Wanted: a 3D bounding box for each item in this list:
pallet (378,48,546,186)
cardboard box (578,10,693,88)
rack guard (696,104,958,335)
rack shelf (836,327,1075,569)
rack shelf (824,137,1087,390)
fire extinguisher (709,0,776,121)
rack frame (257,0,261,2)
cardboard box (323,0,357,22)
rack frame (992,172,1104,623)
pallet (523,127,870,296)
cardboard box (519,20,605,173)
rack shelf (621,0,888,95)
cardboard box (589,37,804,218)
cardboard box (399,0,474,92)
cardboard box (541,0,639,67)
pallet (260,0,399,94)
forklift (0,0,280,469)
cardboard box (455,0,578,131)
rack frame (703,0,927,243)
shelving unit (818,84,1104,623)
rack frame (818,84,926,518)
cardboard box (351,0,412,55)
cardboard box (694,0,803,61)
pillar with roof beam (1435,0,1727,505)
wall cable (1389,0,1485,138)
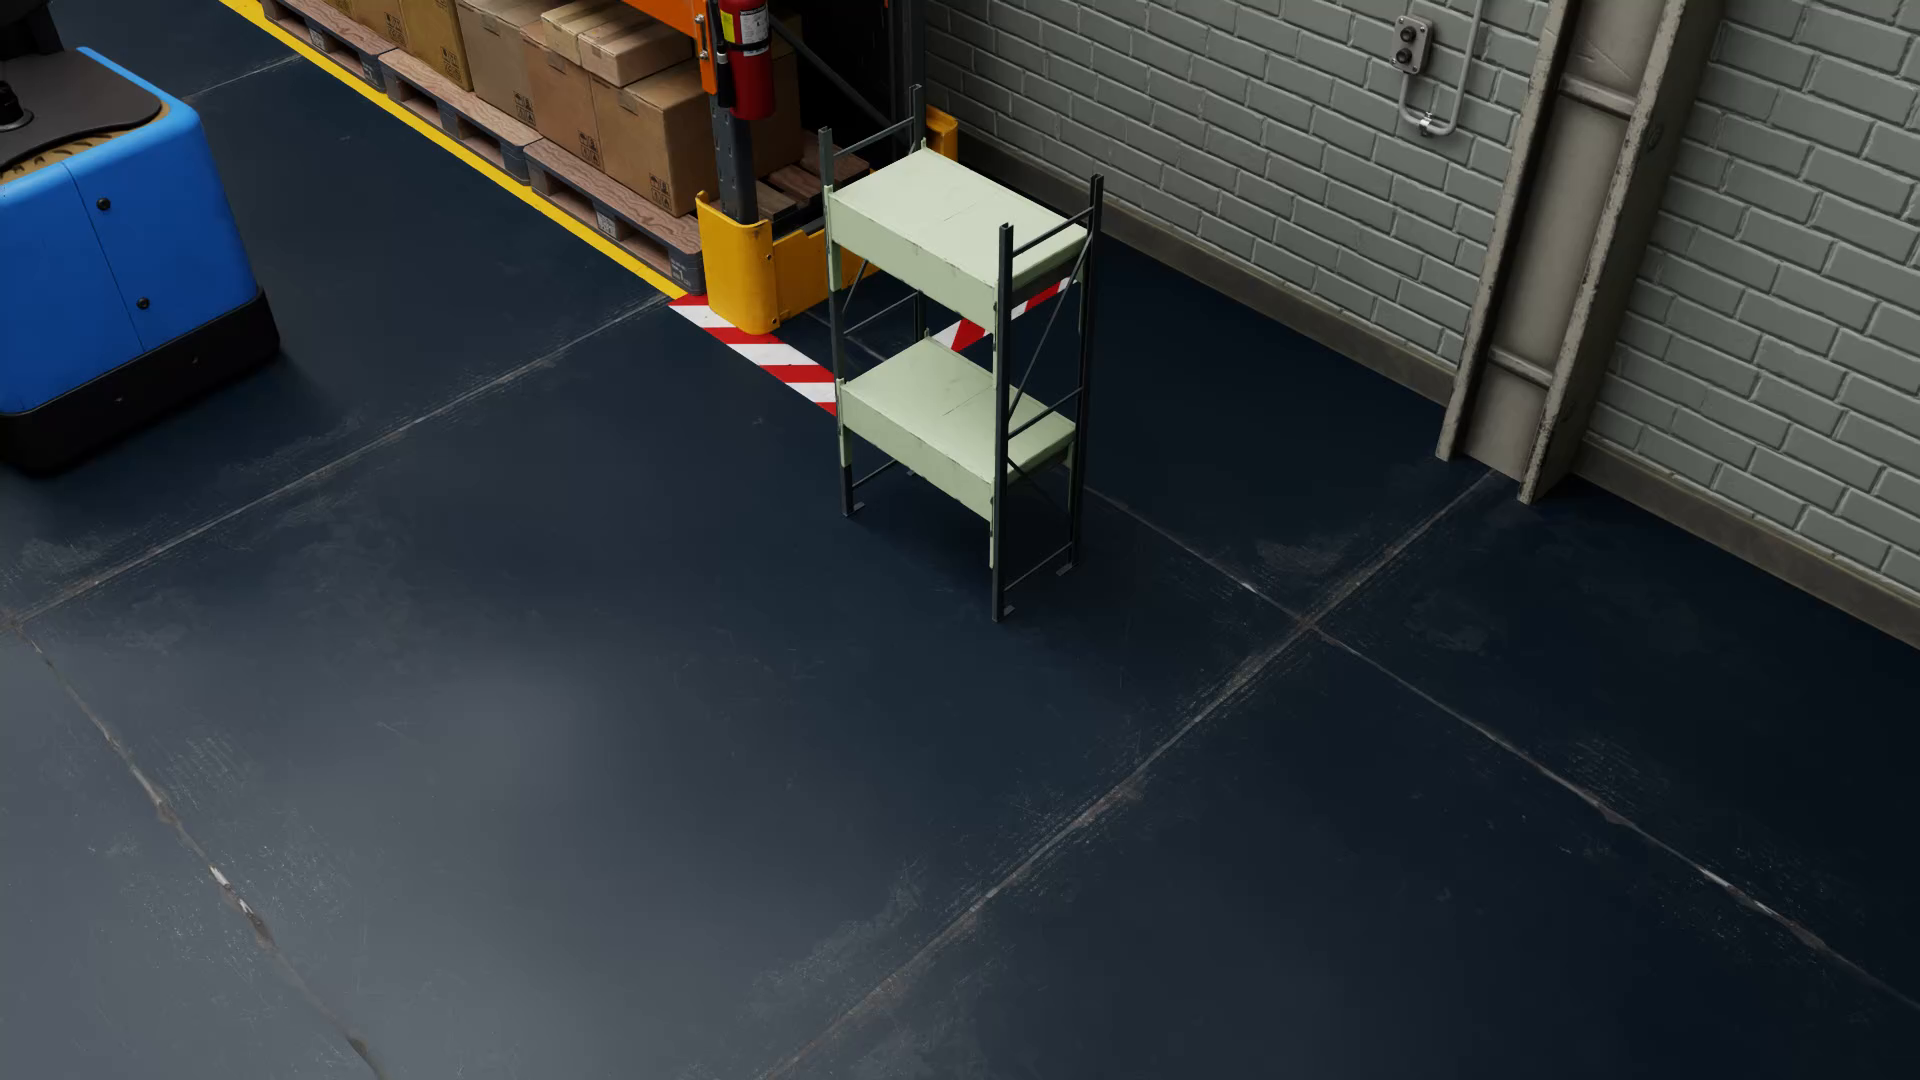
[{"bbox_3d":[-2.012,-2.182,7.956,1.003,0.211,1.213,-34,53,-31],"label":"pallet"},{"bbox_3d":[-1.320,-2.011,6.771,0.250,0.149,0.380,34,52,31],"label":"cardboard box"},{"bbox_3d":[-0.518,-1.344,6.836,1.175,0.500,0.348,-34,53,-31],"label":"rack guard"},{"bbox_3d":[-0.005,-0.315,5.466,0.431,0.370,0.720,-34,53,-31],"label":"rack shelf"},{"bbox_3d":[-0.005,-0.841,4.980,0.431,0.370,0.720,-34,53,-31],"label":"rack shelf"},{"bbox_3d":[-0.755,-1.815,5.836,0.296,0.674,0.183,-34,53,-31],"label":"fire extinguisher"},{"bbox_3d":[-3.360,-4.196,8.080,1.000,3.000,0.127,-34,53,-31],"label":"rack frame"},{"bbox_3d":[-2.904,-3.024,8.344,0.700,0.500,0.500,-33,52,-31],"label":"cardboard box"},{"bbox_3d":[0.254,-0.378,5.054,0.400,1.500,0.023,-34,53,-31],"label":"rack frame"},{"bbox_3d":[-1.155,-1.596,7.322,1.003,0.211,1.213,-34,53,-31],"label":"pallet"},{"bbox_3d":[-1.453,-2.039,7.279,0.500,0.500,0.700,34,53,31],"label":"cardboard box"},{"bbox_3d":[-1.947,-2.971,7.285,1.077,0.370,4.000,-34,53,-31],"label":"rack shelf"},{"bbox_3d":[-1.100,-1.798,7.018,0.700,0.500,0.500,-34,53,-31],"label":"cardboard box"},{"bbox_3d":[-2.191,-2.533,7.813,0.700,0.500,0.500,-33,52,-30],"label":"cardboard box"},{"bbox_3d":[-1.501,-2.133,6.903,0.380,0.149,0.250,-33,52,-30],"label":"cardboard box"},{"bbox_3d":[-2.878,-2.769,8.591,1.003,0.211,1.213,-34,53,-31],"label":"pallet"},{"bbox_3d":[-4.100,-2.182,5.951,3.031,2.935,1.130,30,50,28],"label":"forklift"},{"bbox_3d":[-1.809,-2.280,7.540,0.500,0.500,0.700,32,52,30],"label":"cardboard box"},{"bbox_3d":[-0.535,-2.274,6.000,1.000,3.000,0.127,-34,53,-31],"label":"rack frame"},{"bbox_3d":[-0.005,-0.554,5.244,0.431,1.500,0.755,-34,53,-31],"label":"shelving unit"},{"bbox_3d":[-0.263,-0.730,5.435,0.400,1.500,0.023,-34,53,-31],"label":"rack frame"},{"bbox_3d":[-2.552,-2.781,8.081,0.500,0.500,0.700,34,52,31],"label":"cardboard box"},{"bbox_3d":[-0.870,-2.072,6.837,0.380,0.149,0.250,-34,52,-31],"label":"cardboard box"},{"bbox_3d":[-1.064,-1.531,0.776,9.100,9.000,0.400,-34,53,-31],"label":"pillar with roof beam"},{"bbox_3d":[1.039,-2.485,5.480,0.084,1.984,1.851,-34,53,-31],"label":"wall cable"}]
